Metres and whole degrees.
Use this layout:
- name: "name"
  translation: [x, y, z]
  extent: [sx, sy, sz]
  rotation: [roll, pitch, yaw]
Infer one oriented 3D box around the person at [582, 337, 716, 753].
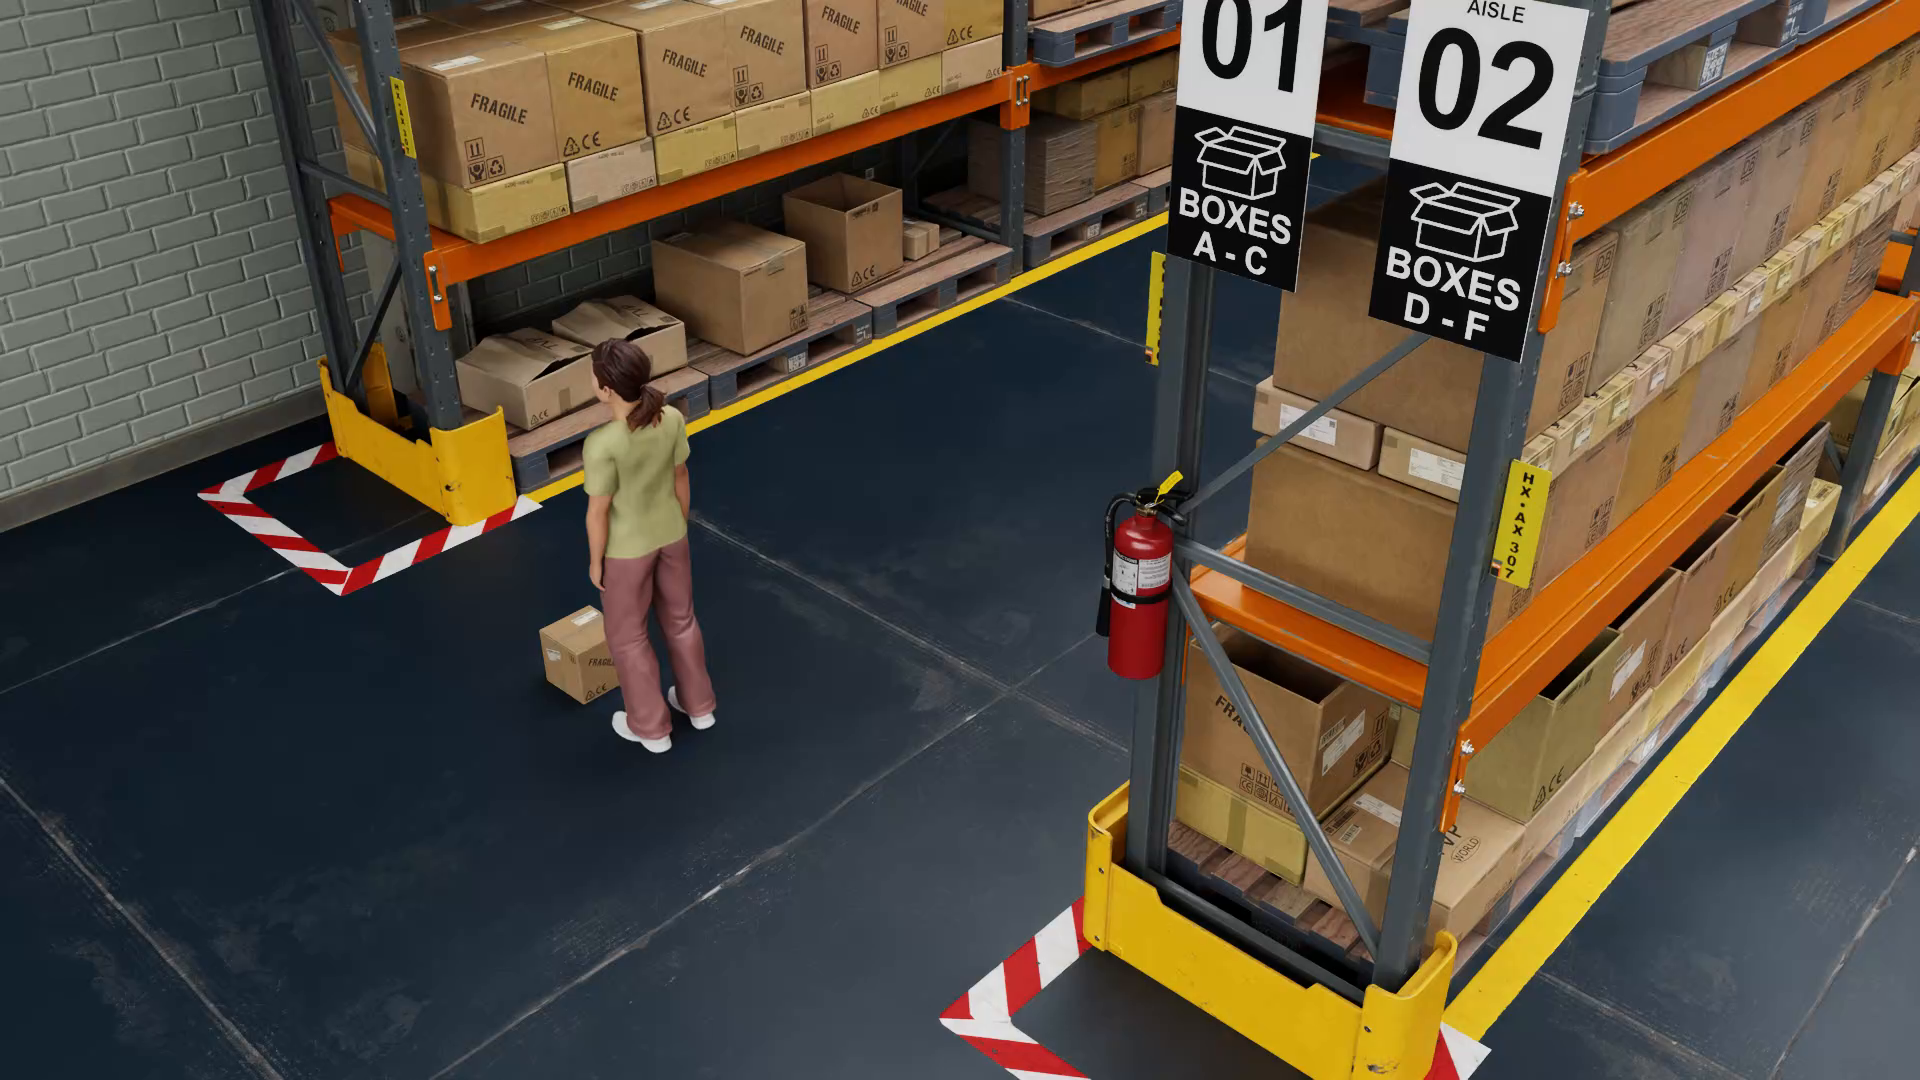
- name: "person"
  translation: [-1.172, 0.045, 6.098]
  extent: [0.341, 1.654, 0.446]
  rotation: [27, 40, 36]
